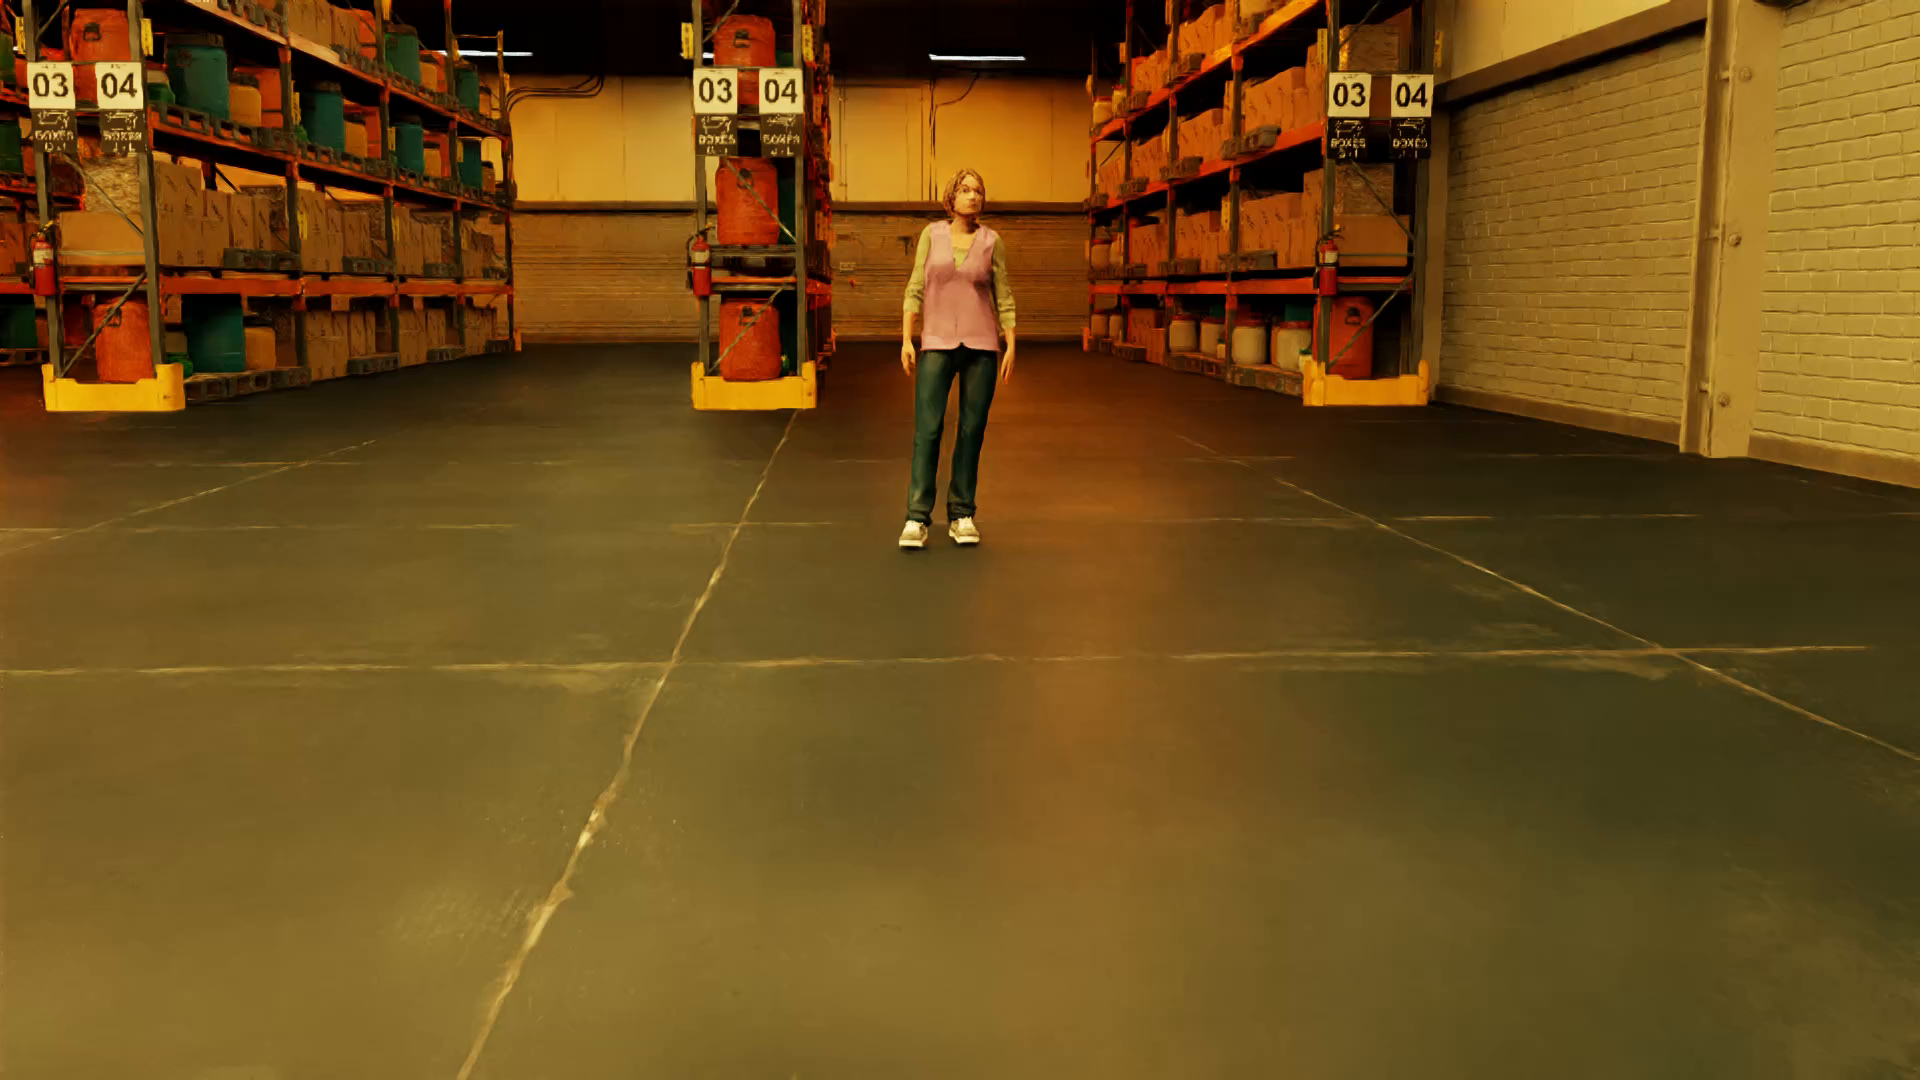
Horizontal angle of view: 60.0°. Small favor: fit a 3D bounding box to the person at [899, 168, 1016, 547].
[{"bbox_3d":[-0.009,-0.786,7.118,0.520,1.597,0.474,-1,8,-4],"label":"person"}]
